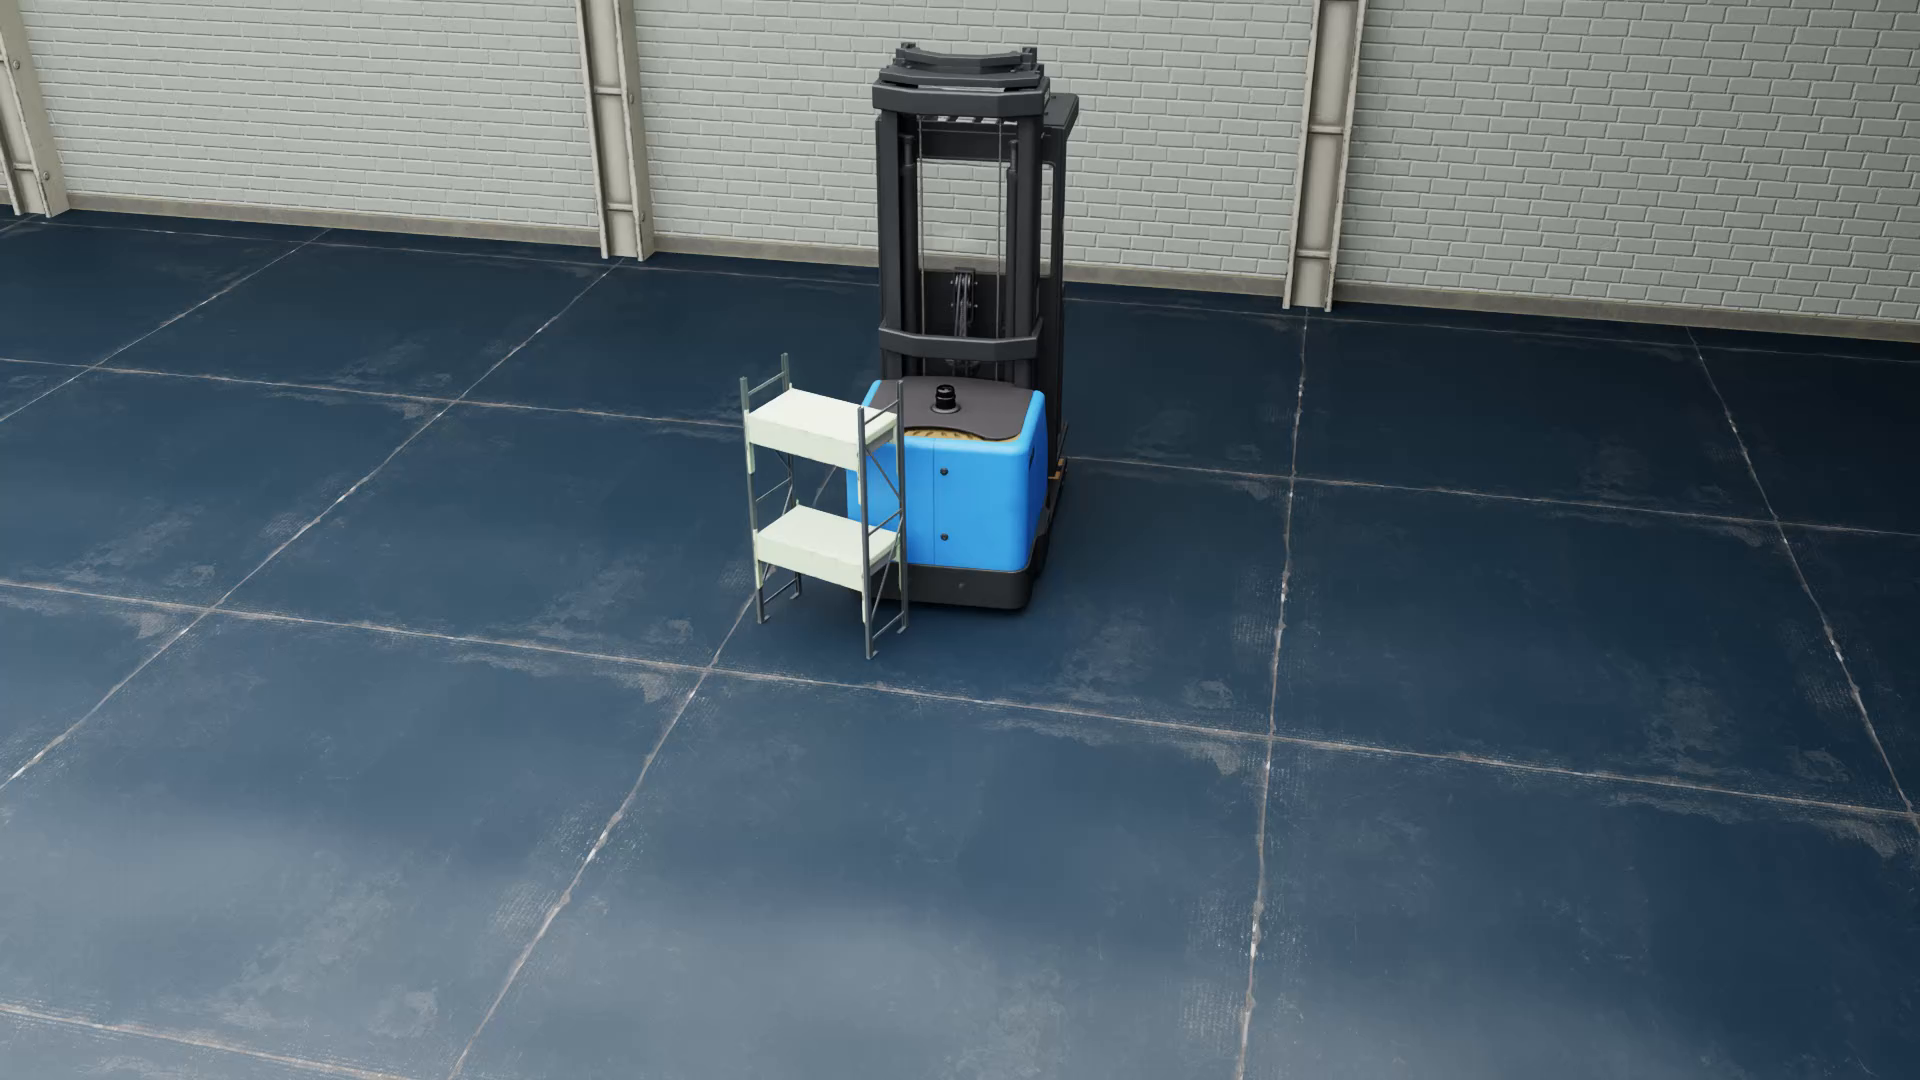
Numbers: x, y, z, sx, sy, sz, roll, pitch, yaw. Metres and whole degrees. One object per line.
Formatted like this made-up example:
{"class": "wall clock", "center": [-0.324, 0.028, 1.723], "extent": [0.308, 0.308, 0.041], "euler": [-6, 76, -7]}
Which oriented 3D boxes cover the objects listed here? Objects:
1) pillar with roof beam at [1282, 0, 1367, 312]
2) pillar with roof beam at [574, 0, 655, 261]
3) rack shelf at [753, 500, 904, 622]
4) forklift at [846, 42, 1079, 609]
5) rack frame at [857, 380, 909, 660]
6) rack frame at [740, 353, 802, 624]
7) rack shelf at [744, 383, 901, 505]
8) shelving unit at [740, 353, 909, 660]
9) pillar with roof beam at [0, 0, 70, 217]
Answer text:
{"class": "pillar with roof beam", "center": [1.994, -3.895, 7.993], "extent": [0.400, 9.000, 9.100], "euler": [6, 29, 11]}
{"class": "pillar with roof beam", "center": [-3.873, -4.496, 9.092], "extent": [0.400, 9.000, 9.100], "euler": [6, 29, 11]}
{"class": "rack shelf", "center": [-0.716, 0.108, 9.165], "extent": [0.720, 0.370, 0.431], "euler": [16, 33, 26]}
{"class": "forklift", "center": [0.103, -1.582, 10.088], "extent": [1.130, 2.935, 3.031], "euler": [5, 29, 8]}
{"class": "rack frame", "center": [-0.403, -0.087, 8.844], "extent": [0.023, 1.500, 0.400], "euler": [16, 33, 26]}
{"class": "rack frame", "center": [-1.033, -0.266, 9.170], "extent": [0.023, 1.500, 0.400], "euler": [16, 33, 26]}
{"class": "rack shelf", "center": [-0.719, -0.518, 8.817], "extent": [0.720, 0.370, 0.431], "euler": [16, 33, 26]}
{"class": "shelving unit", "center": [-0.718, -0.177, 9.007], "extent": [0.755, 1.500, 0.431], "euler": [16, 33, 26]}
{"class": "pillar with roof beam", "center": [-9.741, -5.098, 10.191], "extent": [0.400, 9.000, 9.100], "euler": [6, 29, 11]}
